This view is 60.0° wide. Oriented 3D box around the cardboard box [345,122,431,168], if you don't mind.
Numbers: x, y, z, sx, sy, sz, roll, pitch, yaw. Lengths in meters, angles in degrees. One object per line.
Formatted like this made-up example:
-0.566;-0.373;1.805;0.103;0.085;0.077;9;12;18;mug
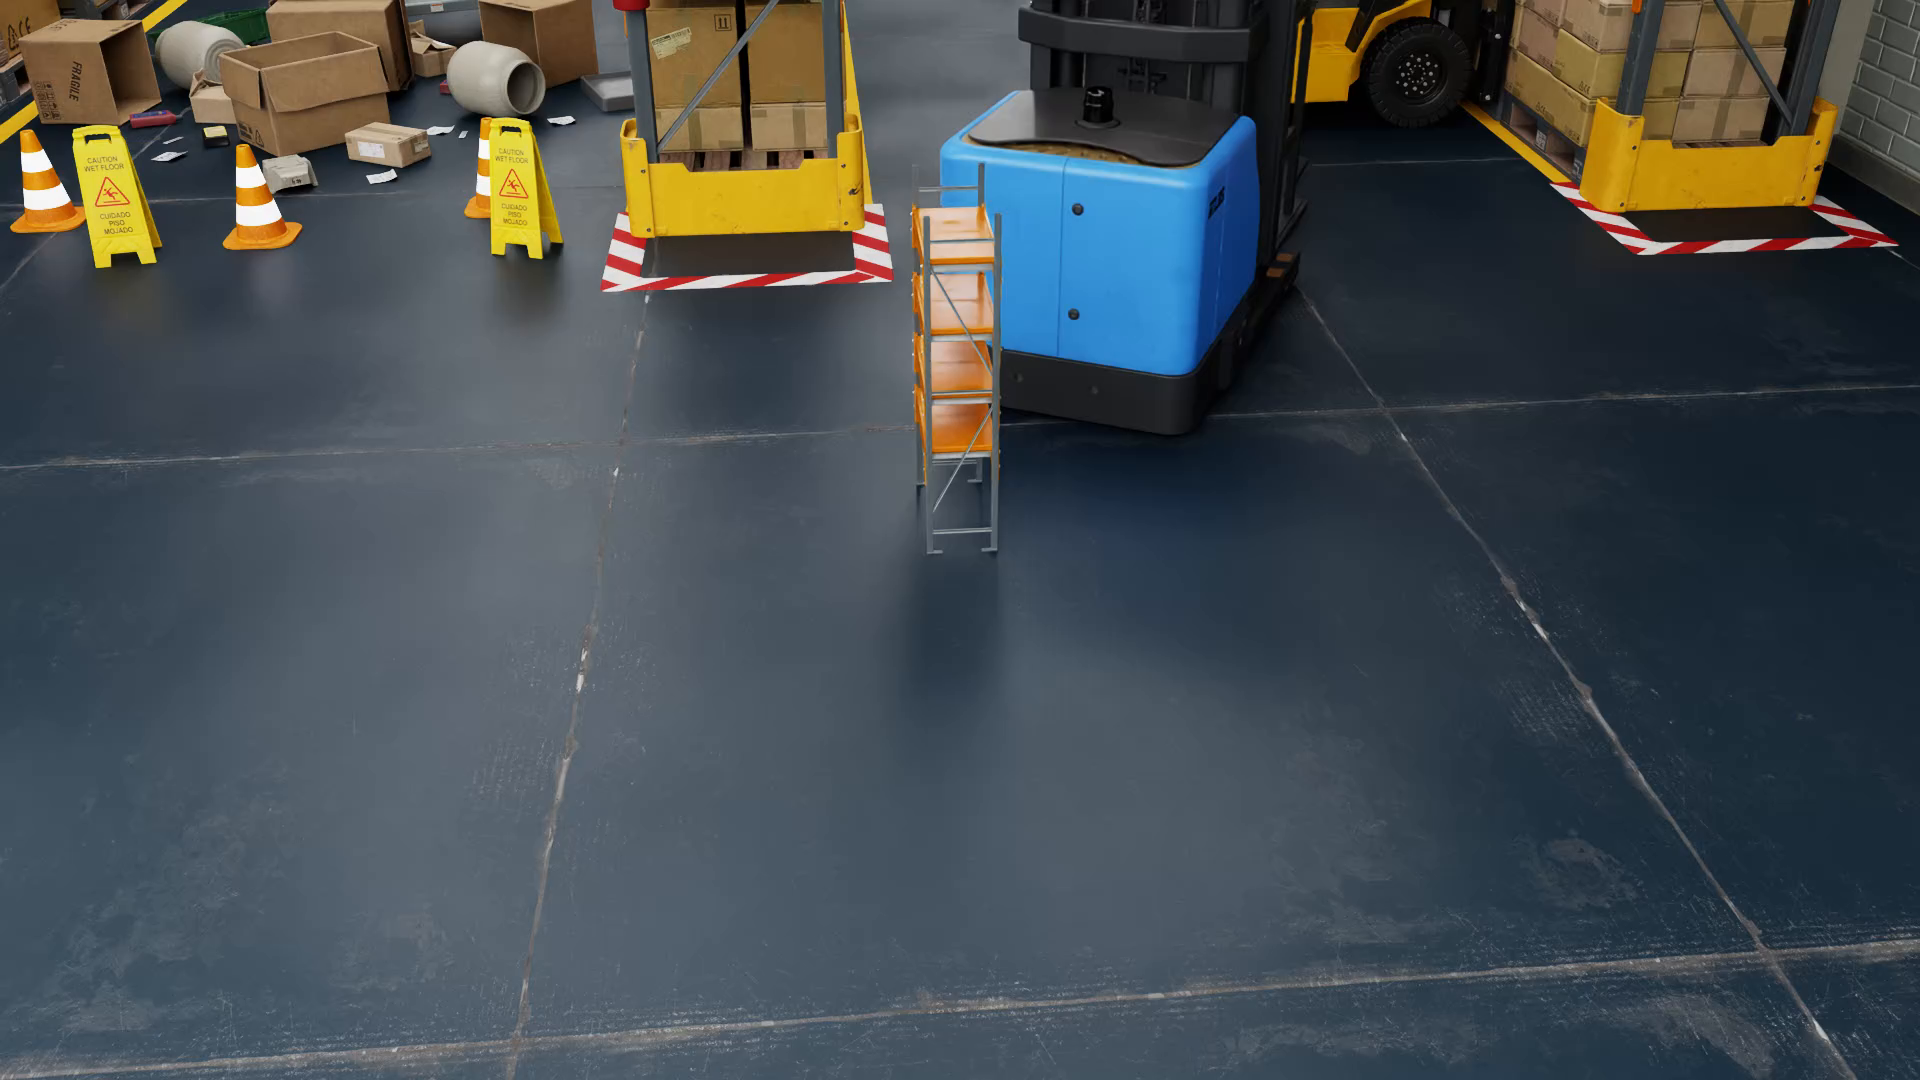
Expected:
-3.201;-2.212;9.308;0.380;0.149;0.250;13;33;21;cardboard box

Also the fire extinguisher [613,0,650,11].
-1.515;-2.750;7.504;0.296;0.674;0.183;-3;31;-5;fire extinguisher

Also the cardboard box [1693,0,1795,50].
4.018;-2.787;8.787;0.500;0.250;0.500;-3;31;-5;cardboard box

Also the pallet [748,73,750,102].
-1.226;-2.743;10.137;1.003;0.211;1.213;-3;31;-5;pallet

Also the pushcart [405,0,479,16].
-3.706;-3.645;11.485;1.648;0.377;0.936;-14;33;-22;pushcart

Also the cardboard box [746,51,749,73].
-1.541;-3.049;10.201;0.500;0.250;0.500;-3;31;-5;cardboard box

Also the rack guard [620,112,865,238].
-1.074;-1.829;8.325;1.175;0.500;0.348;-3;31;-5;rack guard

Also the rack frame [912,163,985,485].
-0.038;-0.724;5.792;0.240;1.200;0.015;-3;31;-5;rack frame

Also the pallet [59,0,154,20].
-6.507;-3.810;11.923;1.003;0.211;1.213;-3;31;-5;pallet

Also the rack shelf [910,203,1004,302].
-0.016;-0.937;5.382;0.258;0.148;0.480;-3;31;-5;rack shelf

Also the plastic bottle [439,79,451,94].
-3.187;-2.896;10.538;0.133;0.061;0.283;2;31;4;plastic bottle

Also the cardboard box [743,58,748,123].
-1.451;-2.528;9.329;0.500;0.250;0.500;-3;31;-4;cardboard box

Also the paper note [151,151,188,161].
-4.438;-2.160;9.338;0.144;0.017;0.142;8;32;13;paper note

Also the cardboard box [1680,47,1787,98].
4.037;-2.568;8.908;0.500;0.250;0.500;-2;31;-4;cardboard box

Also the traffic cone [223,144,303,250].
-3.465;-1.705;8.154;0.336;0.463;0.334;-3;31;-5;traffic cone

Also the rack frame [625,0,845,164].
-1.067;-2.864;7.619;1.000;3.000;0.127;-3;31;-5;rack frame

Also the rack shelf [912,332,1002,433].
-0.015;-0.542;5.618;0.258;0.148;0.480;-3;31;-5;rack shelf

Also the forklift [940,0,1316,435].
0.928;-2.396;6.904;1.130;2.935;3.031;12;33;19;forklift

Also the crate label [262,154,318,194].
-3.600;-1.964;8.904;0.250;0.136;0.298;-20;36;-30;crate label

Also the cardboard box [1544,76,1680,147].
3.516;-2.328;8.994;0.500;0.250;0.500;-3;31;-4;cardboard box

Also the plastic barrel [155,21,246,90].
-4.726;-3.005;10.369;0.512;0.421;0.421;20;36;29;plastic barrel

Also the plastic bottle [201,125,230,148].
-4.304;-2.339;9.606;0.133;0.061;0.283;-14;33;-22;plastic bottle

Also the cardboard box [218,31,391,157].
-3.752;-2.567;9.557;0.637;0.503;0.797;27;40;37;cardboard box

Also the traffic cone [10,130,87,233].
-4.622;-1.825;8.354;0.336;0.463;0.334;-3;31;-5;traffic cone

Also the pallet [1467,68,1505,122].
3.651;-2.916;10.426;1.003;0.211;1.213;-3;31;-5;pallet

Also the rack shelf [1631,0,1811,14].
3.688;-3.816;9.914;1.077;0.370;4.000;-3;31;-5;rack shelf

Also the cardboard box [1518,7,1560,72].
3.482;-2.808;9.310;0.500;0.250;0.500;-3;31;-5;cardboard box

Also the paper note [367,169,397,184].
-3.137;-1.976;9.029;0.148;0.019;0.142;-14;33;-22;paper note

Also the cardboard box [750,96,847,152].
-0.867;-2.289;8.928;0.500;0.250;0.500;-3;31;-5;cardboard box

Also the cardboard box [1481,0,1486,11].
3.369;-3.326;10.178;0.500;0.250;0.500;-3;31;-5;cardboard box

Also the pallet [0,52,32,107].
-6.367;-3.028;10.613;1.003;0.211;1.213;-3;31;-5;pallet

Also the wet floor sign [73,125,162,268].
-4.012;-1.644;7.873;0.267;0.644;0.232;-8;32;-13;wet floor sign

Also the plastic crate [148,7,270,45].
-5.039;-3.409;11.217;0.450;0.188;0.662;4;30;26;plastic crate

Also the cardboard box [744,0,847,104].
-0.870;-2.623;8.756;0.500;0.500;0.500;-4;31;-6;cardboard box

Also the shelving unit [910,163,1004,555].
-0.015;-0.600;5.584;0.258;1.200;0.503;-3;31;-5;shelving unit

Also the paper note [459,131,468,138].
-2.899;-2.368;9.704;0.032;0.001;0.123;-3;31;-5;paper note

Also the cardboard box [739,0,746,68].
-1.454;-2.848;9.134;0.500;0.500;0.500;-2;31;-3;cardboard box

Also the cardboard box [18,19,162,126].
-5.193;-2.802;9.950;0.500;0.500;0.500;2;31;4;cardboard box

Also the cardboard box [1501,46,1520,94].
3.441;-2.838;9.848;0.500;0.250;0.500;-2;31;-4;cardboard box

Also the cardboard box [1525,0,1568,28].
3.467;-3.013;9.166;0.500;0.250;0.500;-2;31;-4;cardboard box

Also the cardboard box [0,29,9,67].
-6.283;-3.101;9.678;0.875;0.875;0.875;-3;31;-4;cardboard box
